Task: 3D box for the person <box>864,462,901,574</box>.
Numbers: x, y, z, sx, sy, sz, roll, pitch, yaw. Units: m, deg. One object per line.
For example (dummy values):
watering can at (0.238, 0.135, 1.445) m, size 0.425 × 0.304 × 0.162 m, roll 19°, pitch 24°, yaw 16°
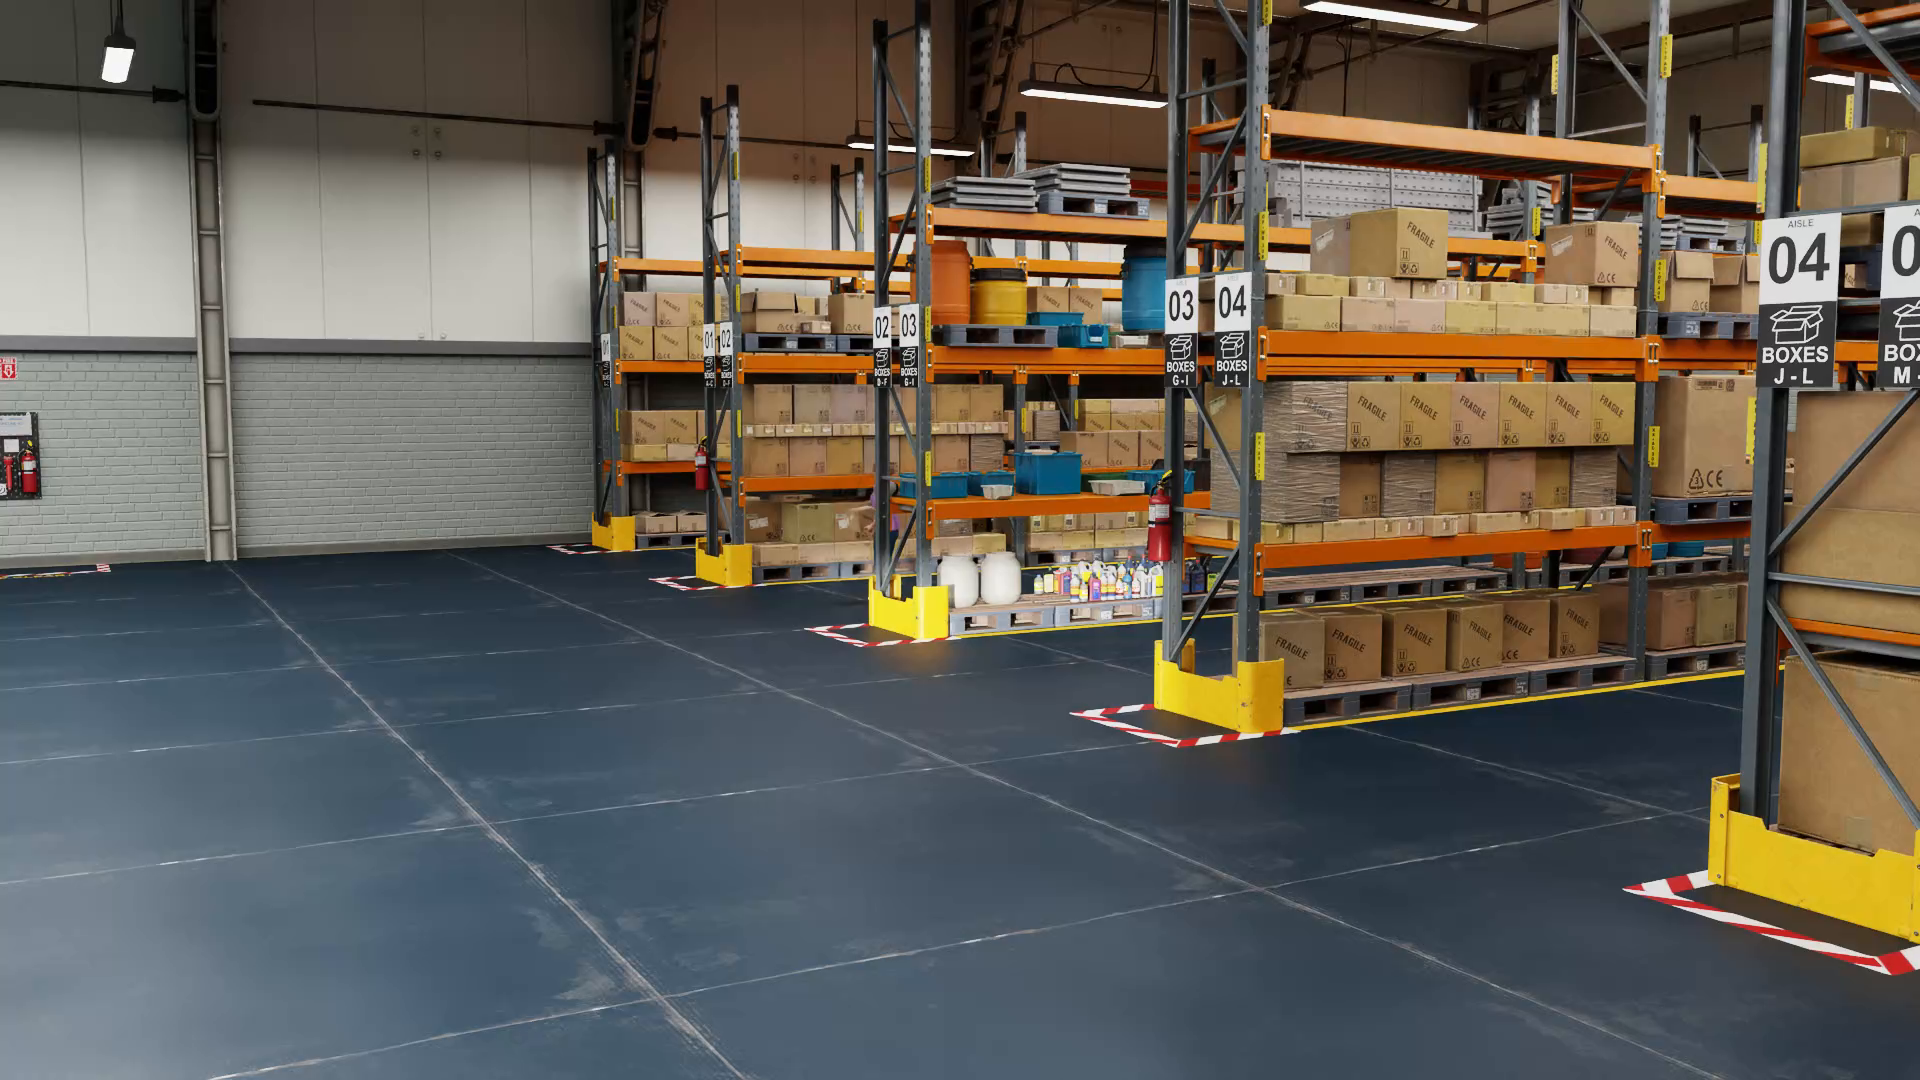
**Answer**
person at (-0.916, -0.096, 18.715) m, size 0.502 × 1.600 × 0.375 m, roll -3°, pitch 6°, yaw -29°
